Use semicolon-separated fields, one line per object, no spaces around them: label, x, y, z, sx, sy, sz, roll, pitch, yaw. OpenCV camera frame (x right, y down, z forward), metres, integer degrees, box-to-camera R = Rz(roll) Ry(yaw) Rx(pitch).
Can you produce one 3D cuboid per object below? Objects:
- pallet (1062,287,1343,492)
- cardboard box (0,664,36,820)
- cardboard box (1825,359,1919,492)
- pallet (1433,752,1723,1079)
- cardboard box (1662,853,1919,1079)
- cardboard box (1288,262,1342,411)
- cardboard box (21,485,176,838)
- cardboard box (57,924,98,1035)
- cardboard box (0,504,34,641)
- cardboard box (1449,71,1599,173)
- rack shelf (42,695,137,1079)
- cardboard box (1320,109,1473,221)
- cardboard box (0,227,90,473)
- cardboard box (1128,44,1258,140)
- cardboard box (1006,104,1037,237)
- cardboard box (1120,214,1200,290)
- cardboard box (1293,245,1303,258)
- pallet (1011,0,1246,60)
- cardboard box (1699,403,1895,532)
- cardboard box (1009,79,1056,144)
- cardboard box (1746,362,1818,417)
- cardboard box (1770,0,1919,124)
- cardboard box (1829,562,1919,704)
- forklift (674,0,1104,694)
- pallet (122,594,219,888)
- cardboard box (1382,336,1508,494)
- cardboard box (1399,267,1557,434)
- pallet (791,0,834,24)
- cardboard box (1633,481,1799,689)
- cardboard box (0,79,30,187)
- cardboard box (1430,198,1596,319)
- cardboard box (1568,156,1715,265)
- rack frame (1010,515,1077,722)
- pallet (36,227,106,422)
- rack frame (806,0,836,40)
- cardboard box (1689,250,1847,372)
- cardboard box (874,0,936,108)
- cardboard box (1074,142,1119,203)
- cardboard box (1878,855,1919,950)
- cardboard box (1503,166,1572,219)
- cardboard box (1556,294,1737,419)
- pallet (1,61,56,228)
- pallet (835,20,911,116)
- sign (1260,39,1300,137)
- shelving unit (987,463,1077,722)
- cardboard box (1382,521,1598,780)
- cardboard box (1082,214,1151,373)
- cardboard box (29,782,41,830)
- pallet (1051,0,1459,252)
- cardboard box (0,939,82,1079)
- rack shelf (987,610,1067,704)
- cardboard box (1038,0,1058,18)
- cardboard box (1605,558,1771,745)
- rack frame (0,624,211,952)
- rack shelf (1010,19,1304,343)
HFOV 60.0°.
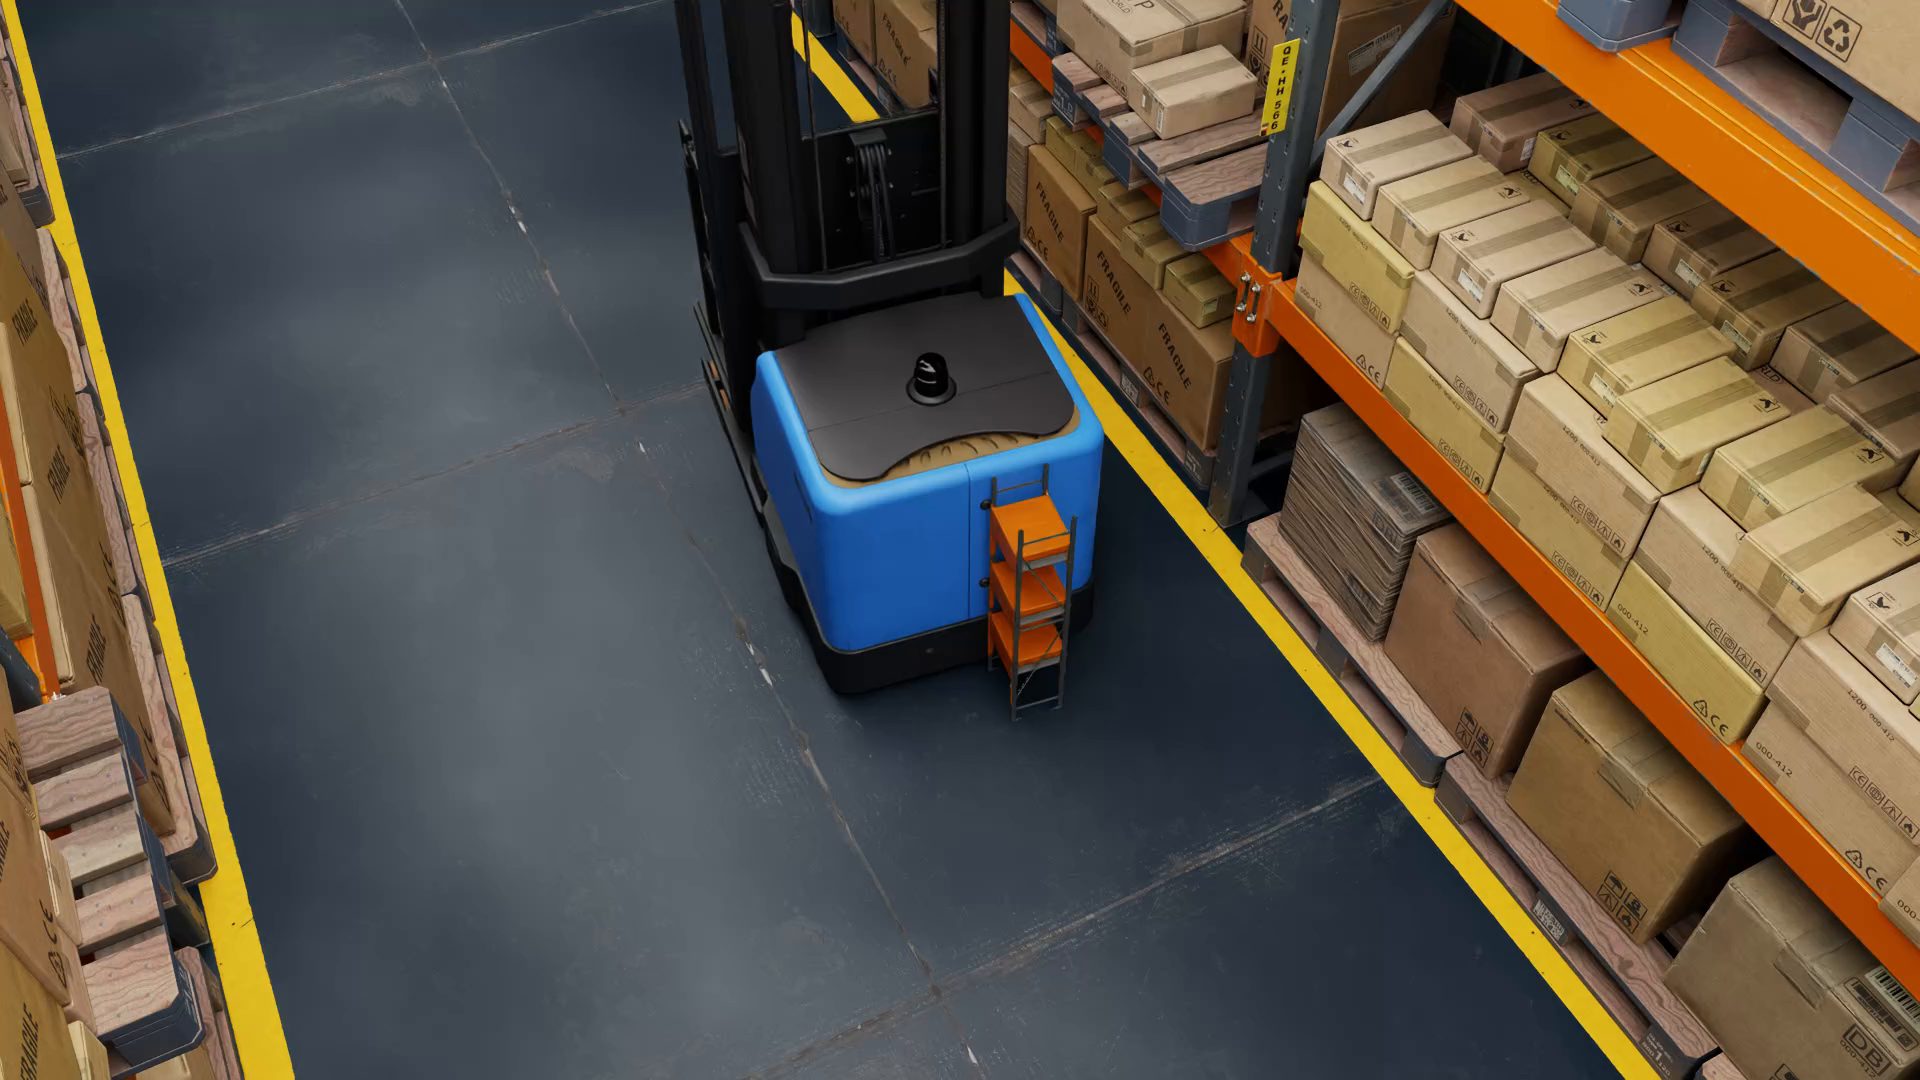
pallet;1.164;-0.833;7.231;1.003;0.211;1.213;-21;52;-18
cardboard box;-2.485;0.414;3.745;0.500;0.500;0.500;-23;53;-19
cardboard box;2.520;-0.315;4.428;0.380;0.149;0.250;-20;52;-17
pallet;2.368;1.060;5.575;1.003;0.211;1.213;-21;52;-18
cardboard box;2.705;1.215;4.885;0.875;0.625;0.625;-22;52;-18
cardboard box;1.528;-0.932;6.846;0.500;0.500;0.500;-19;52;-16
cardboard box;-3.182;0.545;5.306;0.875;0.875;0.875;-22;52;-18
cardboard box;-2.131;1.036;3.632;0.380;0.149;0.250;-23;53;-19
cardboard box;-2.940;0.109;4.654;0.500;0.250;0.500;-22;52;-18
cardboard box;1.800;-1.336;5.321;0.380;0.149;0.250;-20;52;-16
rack shelf;-2.025;2.050;3.335;1.077;0.370;4.000;-21;52;-18
cardboard box;1.356;-1.170;5.175;0.380;0.149;0.250;-20;52;-16
cardboard box;-3.995;-0.652;6.353;0.875;0.875;0.875;-20;52;-16
cardboard box;0.830;-1.601;5.938;0.380;0.149;0.250;-20;52;-17
cardboard box;0.371;-1.791;7.598;0.500;0.500;0.500;-23;53;-19
cardboard box;0.868;-1.182;6.634;0.380;0.149;0.250;-24;53;-19
cardboard box;1.510;-1.223;6.670;0.380;0.149;0.250;-19;51;-16
pallet;0.578;-2.475;6.942;1.003;0.211;1.213;-21;52;-18
cardboard box;2.161;-0.169;4.300;0.380;0.149;0.250;-21;52;-18
cardboard box;0.439;-1.907;7.269;0.380;0.149;0.250;-23;53;-19
cardboard box;2.387;-0.470;4.829;0.500;0.250;0.500;-22;52;-18
cardboard box;2.052;-1.179;3.277;0.500;0.500;0.500;-20;52;-17
cardboard box;2.337;0.196;3.981;0.380;0.149;0.250;-21;52;-17
forklift;-0.467;-1.542;6.044;1.130;2.935;3.031;-15;50;-13
pallet;-3.234;0.839;5.769;1.003;0.211;1.213;-21;52;-18
cardboard box;1.683;-0.469;5.160;0.500;0.250;0.500;-22;52;-18
cardboard box;1.686;-0.636;4.974;0.500;0.250;0.500;-20;52;-16
pallet;-0.672;-3.457;9.526;1.003;0.211;1.213;-21;52;-18
cardboard box;2.165;0.053;4.371;0.500;0.250;0.500;-20;52;-17
cardboard box;-4.962;-1.955;7.783;0.875;0.438;0.875;-22;52;-18
cardboard box;1.619;-0.828;4.877;0.380;0.149;0.250;-20;52;-17
cardboard box;2.084;-1.005;5.032;0.380;0.149;0.250;-21;52;-18
rack frame;0.279;0.292;5.690;0.200;1.050;0.008;-15;50;-13
pallet;-4.350;-0.794;7.197;1.003;0.211;1.213;-21;52;-18
rack frame;-0.359;-3.915;8.074;1.000;3.000;0.127;-21;52;-18
cardboard box;2.309;-0.663;4.733;0.380;0.149;0.250;-21;52;-18
cardboard box;-0.085;-2.476;8.197;0.500;0.500;0.500;-22;52;-18
cardboard box;0.706;-1.566;6.970;0.380;0.149;0.250;-20;52;-16
cardboard box;2.604;0.907;3.956;0.500;0.250;0.500;-21;52;-18
cardboard box;1.924;-1.148;5.422;0.500;0.250;0.500;-20;52;-17
cardboard box;1.892;-0.500;4.590;0.380;0.149;0.250;-21;52;-17
pallet;-5.049;-1.821;8.095;1.003;0.211;1.213;-21;52;-18
pallet;0.047;-2.466;8.659;1.003;0.211;1.213;-21;52;-18
sign;0.993;-1.400;5.157;0.100;0.325;0.005;-21;52;-18
shelving unit;0.239;0.206;5.765;0.215;1.050;0.252;-15;50;-13
cardboard box;2.051;0.262;5.719;0.875;0.625;0.625;-20;52;-16
cardboard box;0.867;-1.101;6.994;0.500;0.500;0.500;-22;52;-18
cardboard box;-2.394;0.712;3.915;0.380;0.149;0.250;-20;52;-17
pallet;1.099;-1.604;6.180;1.213;0.211;1.003;-21;52;-18
cardboard box;-2.007;1.093;3.151;0.500;0.500;0.500;-24;53;-20
rack shelf;0.239;0.395;5.983;0.215;0.259;0.240;-15;50;-13
cardboard box;0.560;-2.439;6.435;0.797;0.503;0.637;-22;52;-18
cardboard box;2.161;0.221;4.556;0.500;0.250;0.500;-20;52;-16
rack frame;-2.940;0.474;4.235;1.000;3.000;0.127;-21;52;-18
rack shelf;0.556;-2.340;7.174;1.077;0.370;4.000;-21;52;-18
